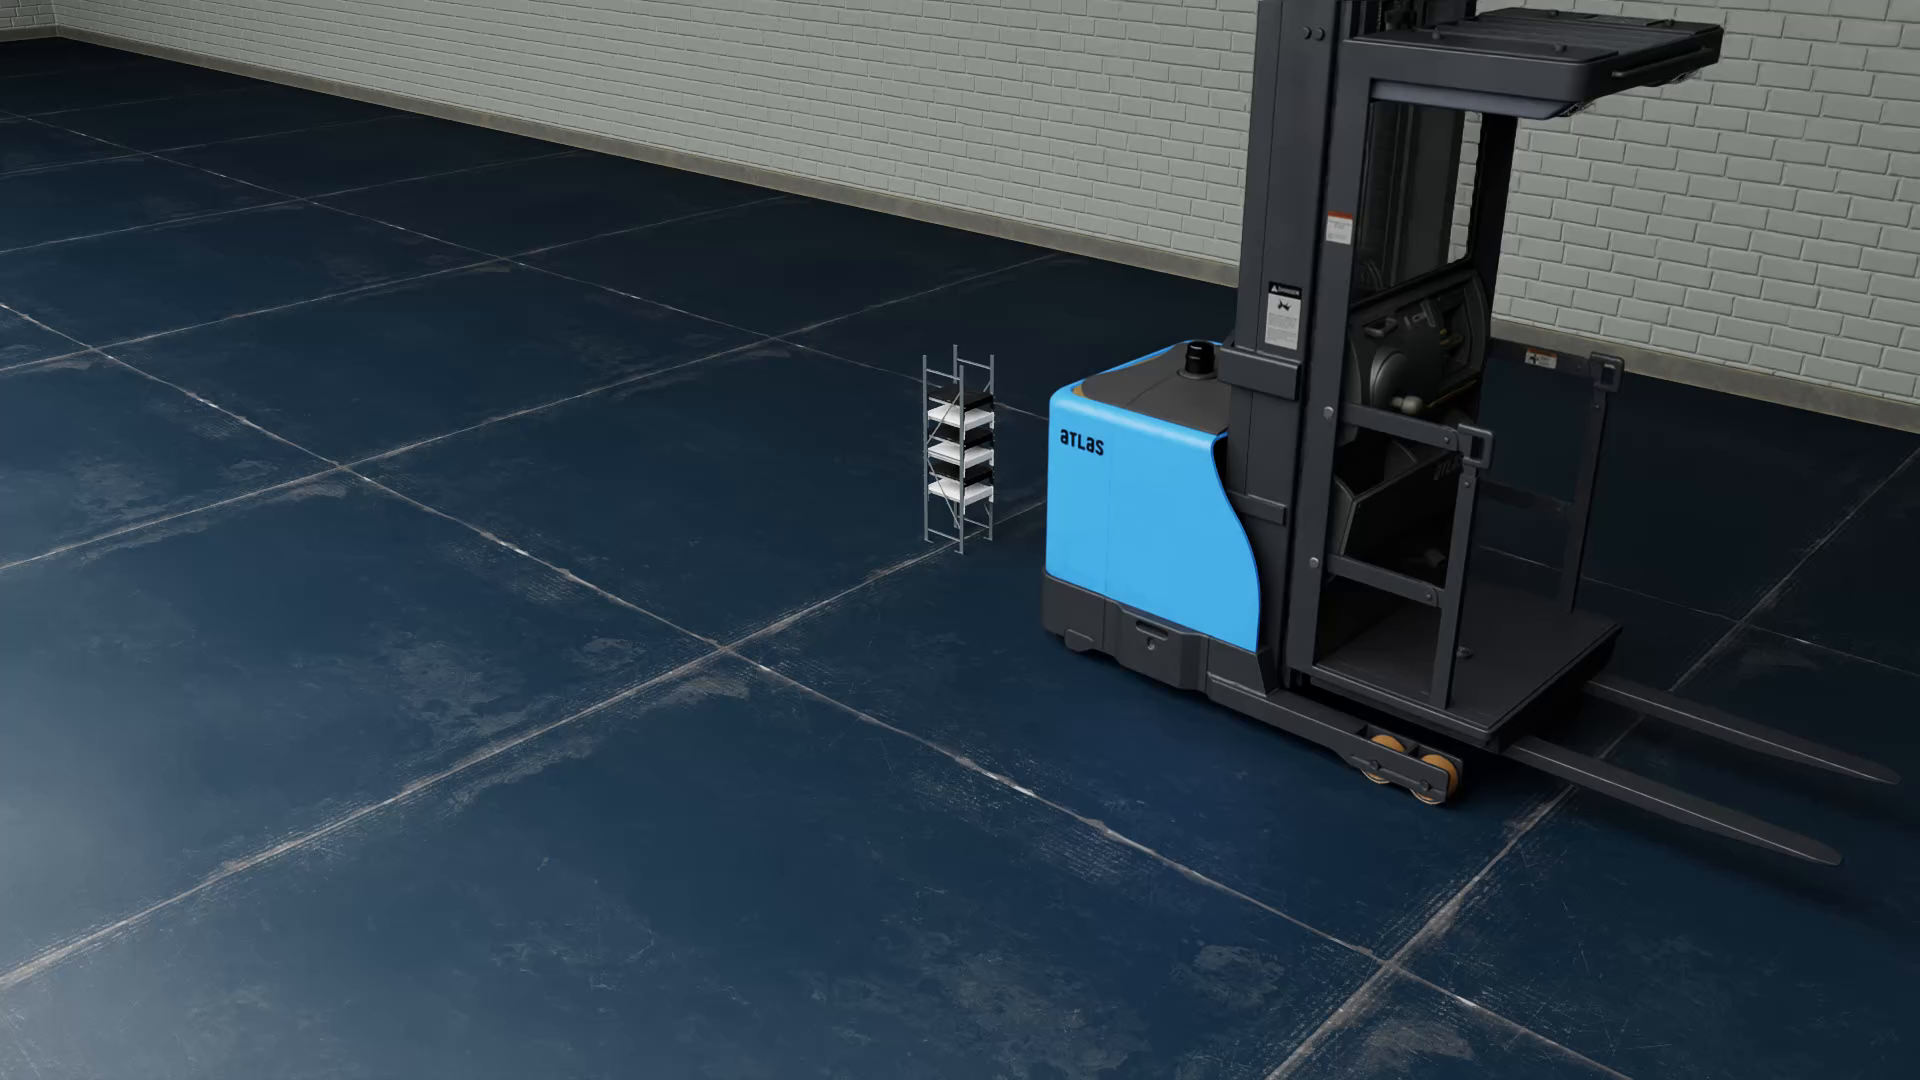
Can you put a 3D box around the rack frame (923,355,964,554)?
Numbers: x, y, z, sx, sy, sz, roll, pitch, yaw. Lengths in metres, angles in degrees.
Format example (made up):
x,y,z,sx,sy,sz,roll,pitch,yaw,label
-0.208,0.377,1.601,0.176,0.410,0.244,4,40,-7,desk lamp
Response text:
x,y,z,sx,sy,sz,roll,pitch,yaw,label
-0.073,-0.377,7.491,0.240,0.900,0.006,20,31,38,rack frame

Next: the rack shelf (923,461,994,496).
x,y,z,sx,sy,sz,roll,pitch,yaw,label
-0.005,-0.296,7.611,0.258,0.077,0.200,20,31,38,rack shelf

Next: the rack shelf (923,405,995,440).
x,y,z,sx,sy,sz,roll,pitch,yaw,label
-0.005,-0.542,7.500,0.258,0.077,0.200,20,31,38,rack shelf

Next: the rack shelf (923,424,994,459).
x,y,z,sx,sy,sz,roll,pitch,yaw,label
-0.005,-0.460,7.537,0.258,0.077,0.200,20,31,38,rack shelf

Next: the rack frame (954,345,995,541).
x,y,z,sx,sy,sz,roll,pitch,yaw,label
0.062,-0.439,7.629,0.240,0.900,0.006,20,31,38,rack frame

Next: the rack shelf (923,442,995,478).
x,y,z,sx,sy,sz,roll,pitch,yaw,label
-0.005,-0.378,7.574,0.258,0.077,0.200,20,31,38,rack shelf

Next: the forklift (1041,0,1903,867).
x,y,z,sx,sy,sz,roll,pitch,yaw,label
1.758,-0.671,5.663,3.031,2.935,1.130,21,31,38,forklift

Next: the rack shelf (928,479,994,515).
x,y,z,sx,sy,sz,roll,pitch,yaw,label
-0.005,-0.213,7.648,0.258,0.077,0.200,20,31,38,rack shelf

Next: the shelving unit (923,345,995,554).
x,y,z,sx,sy,sz,roll,pitch,yaw,label
-0.005,-0.408,7.560,0.258,0.900,0.210,20,31,38,shelving unit

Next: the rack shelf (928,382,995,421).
x,y,z,sx,sy,sz,roll,pitch,yaw,label
-0.005,-0.624,7.464,0.258,0.077,0.200,20,31,38,rack shelf
